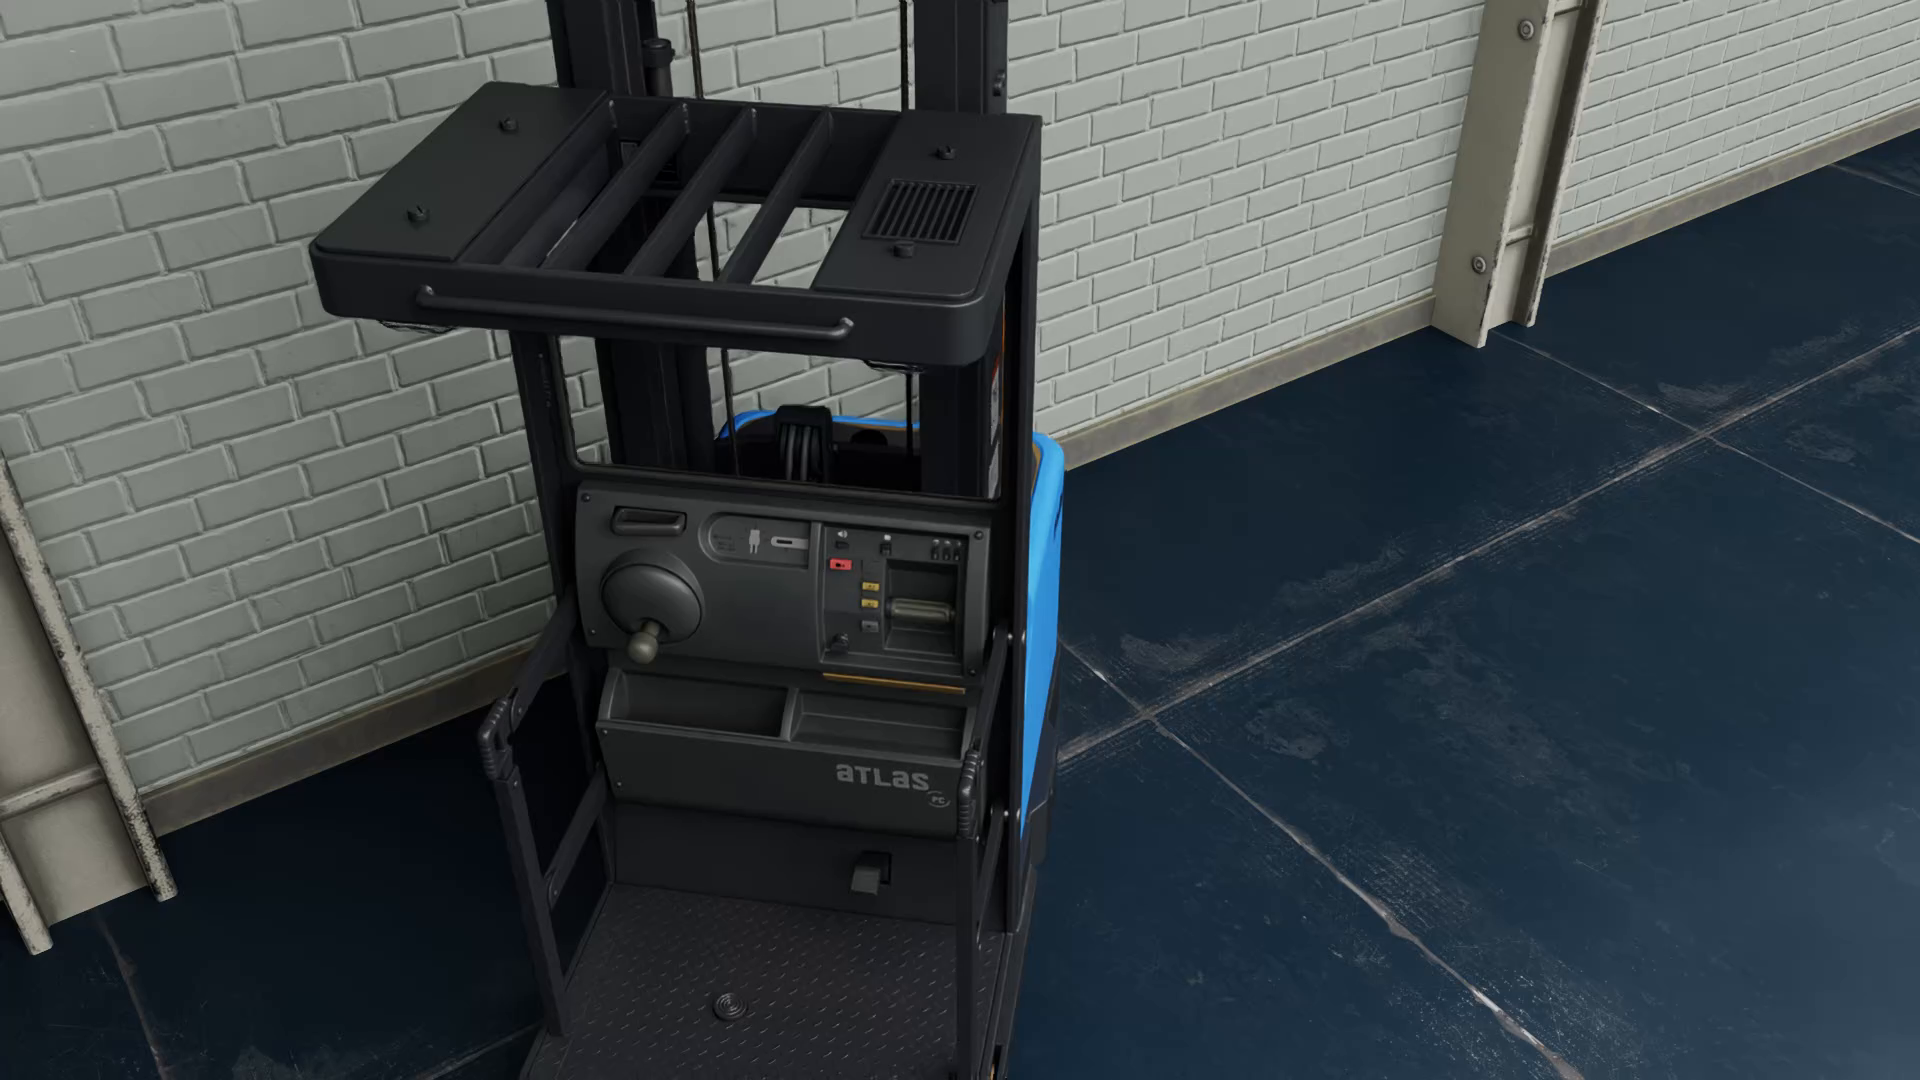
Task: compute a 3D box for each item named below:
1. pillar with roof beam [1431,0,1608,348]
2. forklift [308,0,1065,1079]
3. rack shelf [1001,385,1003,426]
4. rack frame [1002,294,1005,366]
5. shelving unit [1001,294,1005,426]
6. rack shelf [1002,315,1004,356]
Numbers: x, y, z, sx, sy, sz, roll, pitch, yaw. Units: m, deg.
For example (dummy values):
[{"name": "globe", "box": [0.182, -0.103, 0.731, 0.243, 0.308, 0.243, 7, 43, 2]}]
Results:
[{"name": "pillar with roof beam", "box": [4.868, -2.596, 2.153, 0.400, 9.000, 9.100, -22, 41, -28]}, {"name": "forklift", "box": [-0.431, 0.170, 3.503, 1.130, 2.935, 3.031, 5, 36, 8]}, {"name": "rack shelf", "box": [0.044, -0.436, 5.975, 0.240, 0.259, 0.215, -22, 41, -28]}, {"name": "rack frame", "box": [0.143, -0.485, 6.026, 0.008, 1.050, 0.200, -22, 41, -28]}, {"name": "shelving unit", "box": [0.044, -0.444, 5.968, 0.252, 1.050, 0.215, -22, 41, -28]}, {"name": "rack shelf", "box": [0.044, -0.666, 5.809, 0.240, 0.259, 0.215, -22, 41, -28]}]
